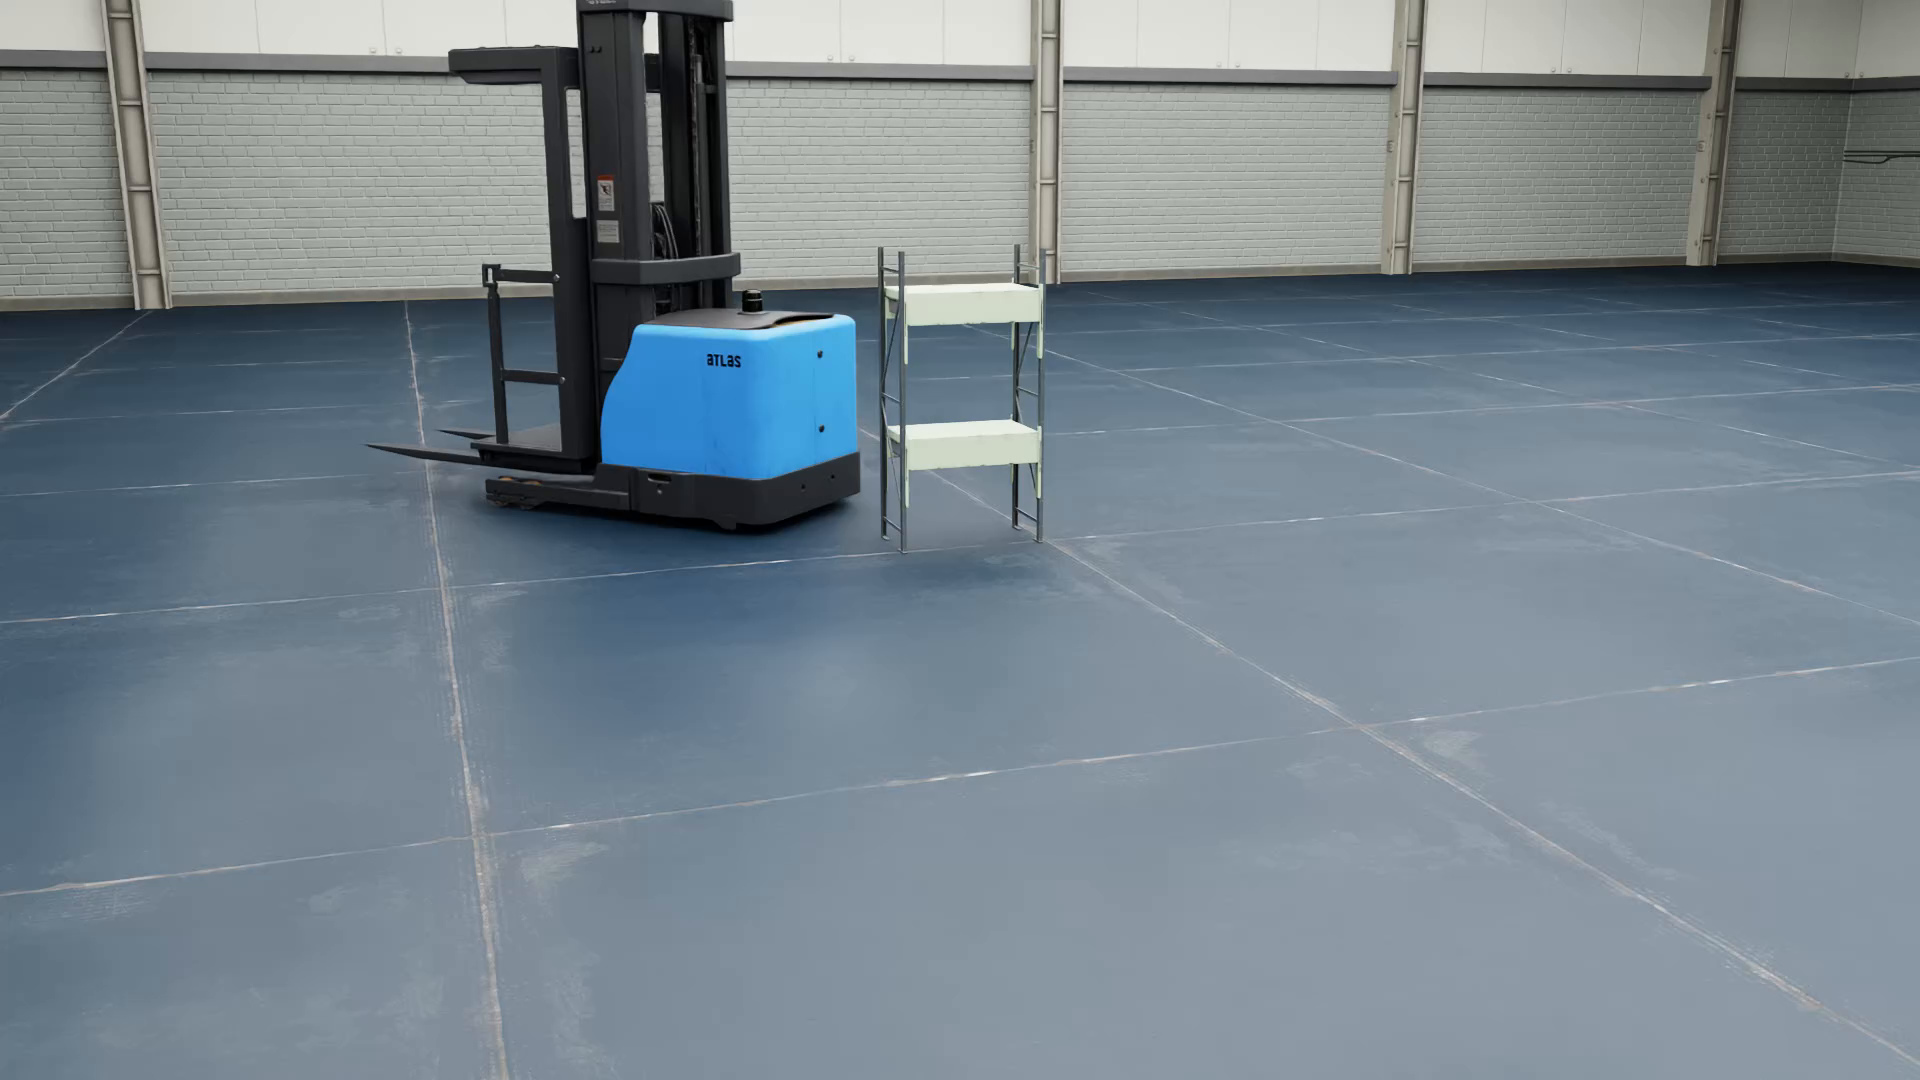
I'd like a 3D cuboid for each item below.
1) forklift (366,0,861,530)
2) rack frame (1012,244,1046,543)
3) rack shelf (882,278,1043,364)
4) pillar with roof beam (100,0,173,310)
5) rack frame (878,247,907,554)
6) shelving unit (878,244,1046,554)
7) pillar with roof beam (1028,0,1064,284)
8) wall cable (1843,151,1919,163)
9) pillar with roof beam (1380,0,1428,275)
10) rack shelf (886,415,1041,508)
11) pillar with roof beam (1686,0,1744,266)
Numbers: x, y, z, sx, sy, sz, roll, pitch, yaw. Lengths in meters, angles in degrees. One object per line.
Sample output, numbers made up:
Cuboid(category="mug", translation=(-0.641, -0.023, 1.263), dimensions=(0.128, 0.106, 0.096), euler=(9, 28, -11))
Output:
Cuboid(category="forklift", translation=(-2.116, -1.695, 9.434), dimensions=(3.031, 2.935, 1.130), euler=(7, 15, 27))
Cuboid(category="rack frame", translation=(0.353, -0.757, 8.585), dimensions=(0.023, 1.500, 0.400), euler=(-4, 14, -18))
Cuboid(category="rack shelf", translation=(0.006, -1.110, 8.381), dimensions=(0.720, 0.370, 0.431), euler=(-4, 14, -18))
Cuboid(category="pillar with roof beam", translation=(-8.753, -6.348, 15.883), dimensions=(0.400, 9.000, 9.100), euler=(-4, 14, -18))
Cuboid(category="rack frame", translation=(-0.341, -0.703, 8.358), dimensions=(0.023, 1.500, 0.400), euler=(-4, 14, -18))
Cuboid(category="shelving unit", translation=(0.006, -0.730, 8.471), dimensions=(0.755, 1.500, 0.431), euler=(-4, 14, -18))
Cuboid(category="pillar with roof beam", translation=(2.621, -7.233, 19.607), dimensions=(0.400, 9.000, 9.100), euler=(-4, 14, -18))
Cuboid(category="wall cable", translation=(15.835, -7.480, 27.354), dimensions=(0.112, 2.526, 3.097), euler=(-4, 14, -18))
Cuboid(category="pillar with roof beam", translation=(8.307, -7.676, 21.468), dimensions=(0.400, 9.000, 9.100), euler=(-4, 14, -18))
Cuboid(category="rack shelf", translation=(0.006, -0.413, 8.547), dimensions=(0.720, 0.370, 0.431), euler=(-4, 14, -18))
Cuboid(category="pillar with roof beam", translation=(13.994, -8.119, 23.330), dimensions=(0.400, 9.000, 9.100), euler=(-4, 14, -18))
